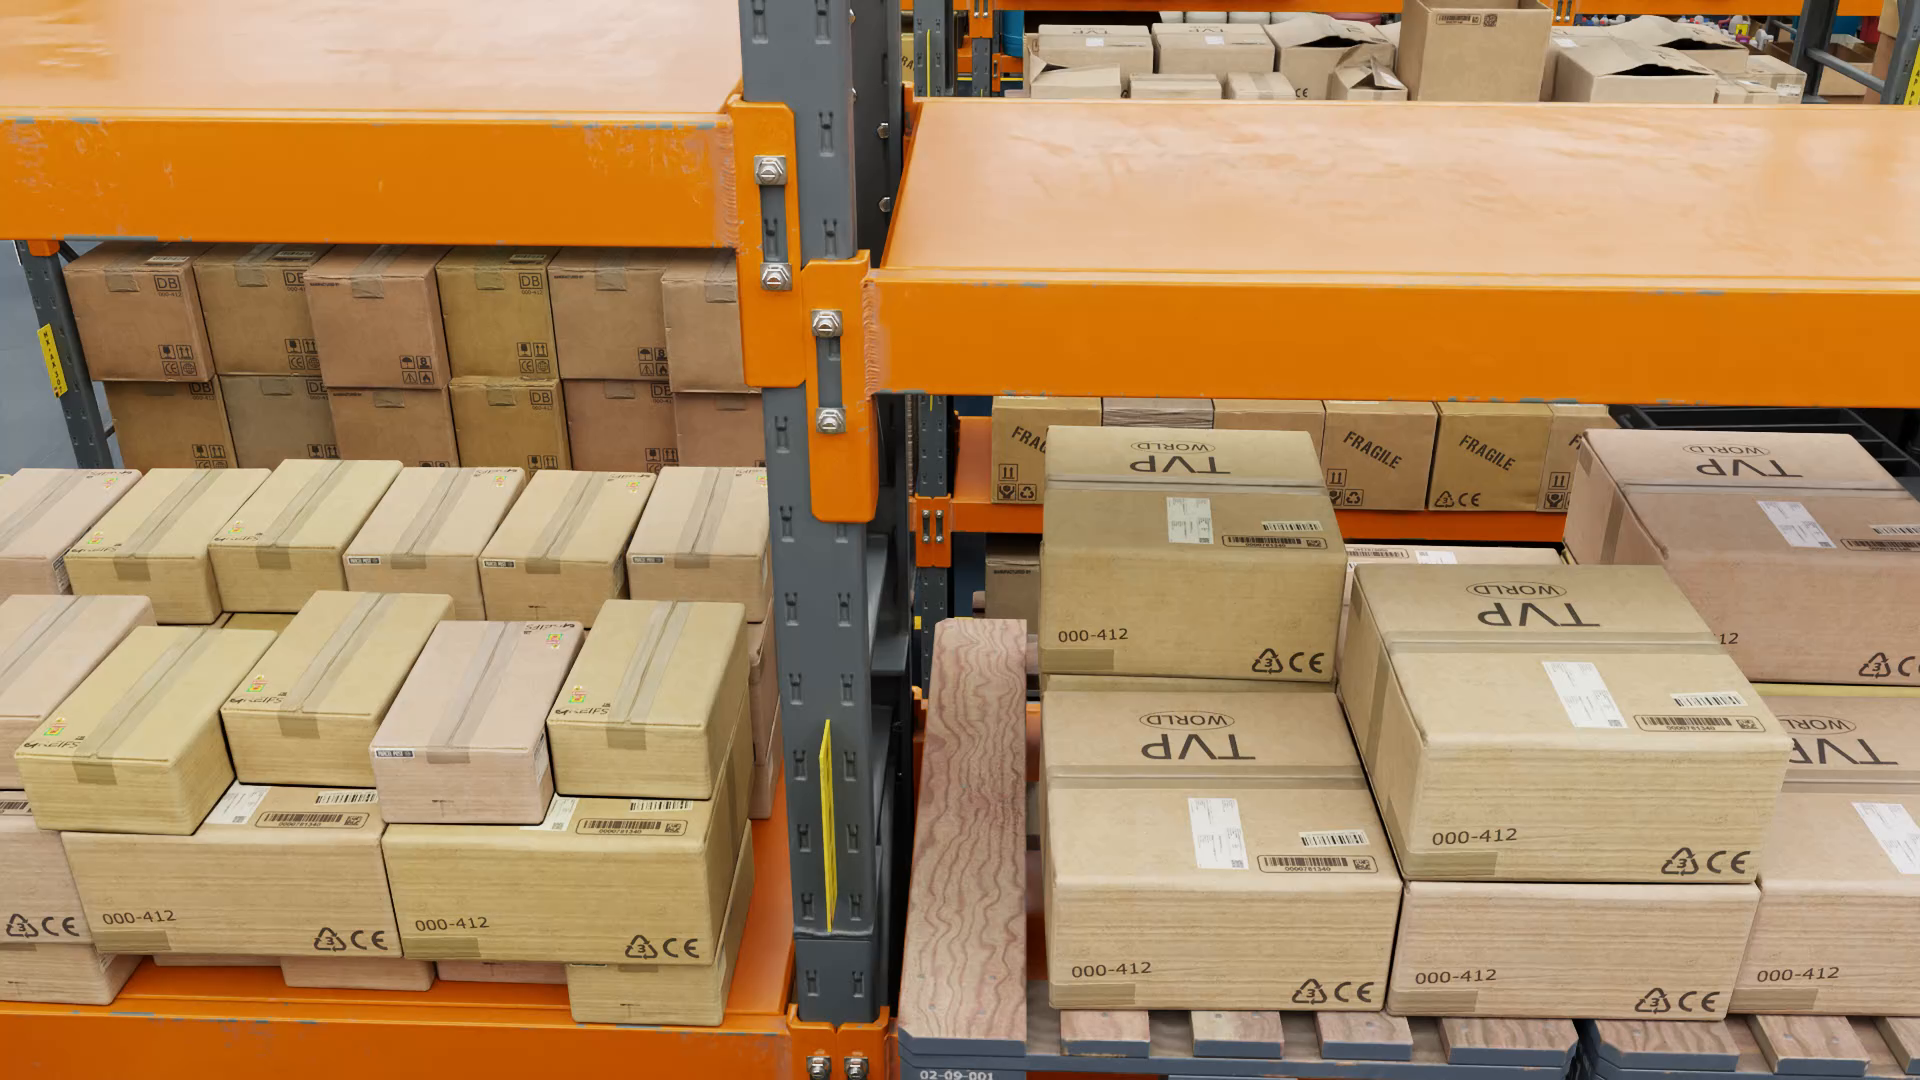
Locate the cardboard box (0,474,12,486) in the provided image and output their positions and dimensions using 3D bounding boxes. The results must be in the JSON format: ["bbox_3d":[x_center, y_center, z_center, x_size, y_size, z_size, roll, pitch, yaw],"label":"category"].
[{"bbox_3d":[-2.044,0.016,3.231,0.250,0.149,0.380,1,28,3],"label":"cardboard box"}]

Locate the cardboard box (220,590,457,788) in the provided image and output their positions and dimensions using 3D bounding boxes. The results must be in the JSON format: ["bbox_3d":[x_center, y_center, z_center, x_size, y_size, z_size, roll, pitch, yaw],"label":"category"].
[{"bbox_3d":[-1.028,0.244,2.802,0.250,0.149,0.380,2,28,3],"label":"cardboard box"}]

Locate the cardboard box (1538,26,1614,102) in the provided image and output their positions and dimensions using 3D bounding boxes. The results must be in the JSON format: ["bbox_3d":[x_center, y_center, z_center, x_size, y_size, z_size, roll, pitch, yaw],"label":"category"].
[{"bbox_3d":[2.671,-2.137,7.480,0.500,0.250,0.500,2,28,3],"label":"cardboard box"}]

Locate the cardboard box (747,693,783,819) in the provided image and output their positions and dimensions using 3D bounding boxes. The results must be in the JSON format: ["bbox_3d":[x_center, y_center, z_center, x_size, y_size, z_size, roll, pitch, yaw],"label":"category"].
[{"bbox_3d":[-0.490,0.392,3.373,0.250,0.149,0.380,1,28,1],"label":"cardboard box"}]

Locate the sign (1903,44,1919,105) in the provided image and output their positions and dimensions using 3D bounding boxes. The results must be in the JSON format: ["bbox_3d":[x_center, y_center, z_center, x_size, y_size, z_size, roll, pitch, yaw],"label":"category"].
[{"bbox_3d":[3.859,-1.854,6.705,0.005,0.325,0.100,1,28,2],"label":"sign"}]

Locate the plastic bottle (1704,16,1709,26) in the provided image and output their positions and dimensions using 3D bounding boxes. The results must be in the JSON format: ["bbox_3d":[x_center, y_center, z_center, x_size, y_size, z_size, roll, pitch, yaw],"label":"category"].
[{"bbox_3d":[7.637,-5.243,17.075,0.097,0.271,0.097,0,28,0],"label":"plastic bottle"}]

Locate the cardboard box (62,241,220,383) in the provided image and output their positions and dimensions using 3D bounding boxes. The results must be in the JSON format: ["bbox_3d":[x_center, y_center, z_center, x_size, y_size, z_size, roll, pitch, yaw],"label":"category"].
[{"bbox_3d":[-3.739,-1.176,7.953,0.550,0.550,0.875,1,28,2],"label":"cardboard box"}]

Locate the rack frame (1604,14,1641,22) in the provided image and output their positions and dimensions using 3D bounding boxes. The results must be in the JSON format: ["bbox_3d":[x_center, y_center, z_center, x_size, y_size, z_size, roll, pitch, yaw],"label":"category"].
[{"bbox_3d":[8.514,-7.415,21.036,0.127,3.000,1.000,1,28,2],"label":"rack frame"}]

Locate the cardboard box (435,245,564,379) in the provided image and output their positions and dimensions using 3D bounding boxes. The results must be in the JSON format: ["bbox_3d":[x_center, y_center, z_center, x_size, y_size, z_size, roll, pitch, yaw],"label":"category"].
[{"bbox_3d":[-2.096,-1.189,7.978,0.500,0.550,0.875,1,28,2],"label":"cardboard box"}]

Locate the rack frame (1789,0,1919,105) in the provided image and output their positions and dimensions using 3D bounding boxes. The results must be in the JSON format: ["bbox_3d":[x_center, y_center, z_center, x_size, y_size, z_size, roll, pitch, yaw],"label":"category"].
[{"bbox_3d":[3.887,-3.175,6.632,0.127,3.000,1.000,1,28,2],"label":"rack frame"}]

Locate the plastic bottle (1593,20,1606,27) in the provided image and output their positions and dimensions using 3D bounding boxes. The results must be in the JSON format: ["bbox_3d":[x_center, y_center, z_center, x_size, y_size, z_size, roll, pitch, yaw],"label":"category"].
[{"bbox_3d":[6.304,-4.955,16.448,0.185,0.351,0.144,1,28,2],"label":"plastic bottle"}]

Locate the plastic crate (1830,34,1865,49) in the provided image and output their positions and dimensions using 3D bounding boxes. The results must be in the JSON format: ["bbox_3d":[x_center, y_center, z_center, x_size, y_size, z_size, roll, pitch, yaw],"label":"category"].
[{"bbox_3d":[8.795,-4.932,16.569,0.243,0.136,0.396,1,28,2],"label":"plastic crate"}]

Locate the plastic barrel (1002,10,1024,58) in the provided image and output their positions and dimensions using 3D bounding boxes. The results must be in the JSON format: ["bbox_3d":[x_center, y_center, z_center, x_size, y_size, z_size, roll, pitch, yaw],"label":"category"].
[{"bbox_3d":[0.716,-5.302,16.515,0.708,0.901,0.600,1,28,2],"label":"plastic barrel"}]

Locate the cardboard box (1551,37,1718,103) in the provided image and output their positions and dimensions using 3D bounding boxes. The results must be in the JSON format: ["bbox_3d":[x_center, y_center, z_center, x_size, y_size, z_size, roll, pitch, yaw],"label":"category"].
[{"bbox_3d":[2.832,-1.917,7.001,0.500,0.311,0.500,1,28,2],"label":"cardboard box"}]

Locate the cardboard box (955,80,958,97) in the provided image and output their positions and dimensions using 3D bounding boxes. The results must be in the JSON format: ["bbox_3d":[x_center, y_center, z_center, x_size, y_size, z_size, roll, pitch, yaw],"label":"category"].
[{"bbox_3d":[-0.282,-3.123,12.514,0.500,0.500,0.875,1,28,2],"label":"cardboard box"}]

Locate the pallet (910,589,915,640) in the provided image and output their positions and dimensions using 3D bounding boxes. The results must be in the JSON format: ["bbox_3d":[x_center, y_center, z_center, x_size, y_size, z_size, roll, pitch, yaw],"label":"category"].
[{"bbox_3d":[-0.868,0.592,8.908,1.213,0.211,1.003,1,28,2],"label":"pallet"}]

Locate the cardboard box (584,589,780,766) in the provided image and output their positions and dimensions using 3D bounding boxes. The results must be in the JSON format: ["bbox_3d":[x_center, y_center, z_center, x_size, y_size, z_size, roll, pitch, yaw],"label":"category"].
[{"bbox_3d":[-0.614,0.202,3.306,0.500,0.250,0.500,0,28,1],"label":"cardboard box"}]

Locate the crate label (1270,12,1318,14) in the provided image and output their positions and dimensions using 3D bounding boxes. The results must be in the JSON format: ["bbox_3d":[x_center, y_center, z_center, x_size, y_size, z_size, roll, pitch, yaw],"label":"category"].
[{"bbox_3d":[3.355,-5.322,17.048,0.616,0.435,0.502,1,28,2],"label":"crate label"}]

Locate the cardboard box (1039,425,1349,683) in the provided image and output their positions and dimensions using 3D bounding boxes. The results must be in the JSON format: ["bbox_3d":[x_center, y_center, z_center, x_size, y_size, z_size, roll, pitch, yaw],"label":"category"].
[{"bbox_3d":[0.400,0.012,2.999,0.500,0.250,0.500,2,28,3],"label":"cardboard box"}]

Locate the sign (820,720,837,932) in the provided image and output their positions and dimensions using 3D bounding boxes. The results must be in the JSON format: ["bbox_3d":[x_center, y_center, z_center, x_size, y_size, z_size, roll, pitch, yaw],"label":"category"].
[{"bbox_3d":[-0.196,0.428,2.485,0.005,0.325,0.100,1,28,2],"label":"sign"}]

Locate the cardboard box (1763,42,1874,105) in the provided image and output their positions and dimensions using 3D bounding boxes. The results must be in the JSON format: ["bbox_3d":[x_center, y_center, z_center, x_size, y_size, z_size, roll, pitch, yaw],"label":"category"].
[{"bbox_3d":[6.215,-3.292,12.080,0.637,0.503,0.797,2,28,3],"label":"cardboard box"}]

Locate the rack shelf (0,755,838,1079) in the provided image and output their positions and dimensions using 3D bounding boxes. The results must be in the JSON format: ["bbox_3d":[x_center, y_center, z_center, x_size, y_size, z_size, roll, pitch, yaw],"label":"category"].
[{"bbox_3d":[-2.183,0.687,3.316,4.000,0.370,1.077,1,28,2],"label":"rack shelf"}]

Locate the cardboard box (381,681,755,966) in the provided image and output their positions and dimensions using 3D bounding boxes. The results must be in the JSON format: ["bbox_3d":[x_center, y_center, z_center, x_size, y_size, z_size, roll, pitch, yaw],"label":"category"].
[{"bbox_3d":[-0.637,0.456,2.827,0.500,0.250,0.500,1,28,1],"label":"cardboard box"}]

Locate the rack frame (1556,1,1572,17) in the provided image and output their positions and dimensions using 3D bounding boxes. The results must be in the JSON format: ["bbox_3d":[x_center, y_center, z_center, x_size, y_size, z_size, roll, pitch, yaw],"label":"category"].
[{"bbox_3d":[4.163,-2.845,12.414,0.127,3.000,1.000,1,28,2],"label":"rack frame"}]

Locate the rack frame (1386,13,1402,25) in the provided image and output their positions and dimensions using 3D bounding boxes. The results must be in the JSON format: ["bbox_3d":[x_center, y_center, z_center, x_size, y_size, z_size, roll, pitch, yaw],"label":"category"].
[{"bbox_3d":[4.338,-5.163,16.787,0.127,3.000,1.000,1,28,2],"label":"rack frame"}]

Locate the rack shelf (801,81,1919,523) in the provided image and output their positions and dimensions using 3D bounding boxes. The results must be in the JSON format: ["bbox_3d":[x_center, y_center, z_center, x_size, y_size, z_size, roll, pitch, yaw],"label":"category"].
[{"bbox_3d":[1.815,-0.395,2.583,4.000,0.370,1.077,1,28,2],"label":"rack shelf"}]

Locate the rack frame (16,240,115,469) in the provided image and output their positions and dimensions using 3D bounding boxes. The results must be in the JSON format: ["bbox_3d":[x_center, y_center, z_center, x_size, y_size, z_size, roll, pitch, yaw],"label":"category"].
[{"bbox_3d":[-4.108,-0.657,8.287,0.127,3.000,1.000,1,28,2],"label":"rack frame"}]

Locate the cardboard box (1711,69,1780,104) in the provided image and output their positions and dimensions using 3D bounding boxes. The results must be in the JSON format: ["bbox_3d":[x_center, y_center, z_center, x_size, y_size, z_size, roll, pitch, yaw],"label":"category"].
[{"bbox_3d":[3.281,-1.883,7.092,0.250,0.166,0.380,1,28,2],"label":"cardboard box"}]

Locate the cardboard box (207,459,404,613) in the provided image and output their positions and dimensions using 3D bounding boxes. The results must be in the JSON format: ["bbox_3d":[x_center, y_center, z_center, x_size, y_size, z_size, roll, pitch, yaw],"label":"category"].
[{"bbox_3d":[-1.274,-0.013,3.286,0.250,0.149,0.380,1,28,1],"label":"cardboard box"}]

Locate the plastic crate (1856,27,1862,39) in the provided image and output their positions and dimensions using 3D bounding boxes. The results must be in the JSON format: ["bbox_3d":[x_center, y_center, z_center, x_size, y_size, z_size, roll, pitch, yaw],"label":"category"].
[{"bbox_3d":[9.463,-5.109,16.915,0.590,0.125,0.437,1,28,2],"label":"plastic crate"}]

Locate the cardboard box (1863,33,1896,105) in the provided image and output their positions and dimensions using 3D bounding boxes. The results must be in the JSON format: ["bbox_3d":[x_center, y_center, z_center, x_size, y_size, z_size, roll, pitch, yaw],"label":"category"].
[{"bbox_3d":[4.467,-2.004,7.518,0.500,0.500,0.500,1,28,2],"label":"cardboard box"}]

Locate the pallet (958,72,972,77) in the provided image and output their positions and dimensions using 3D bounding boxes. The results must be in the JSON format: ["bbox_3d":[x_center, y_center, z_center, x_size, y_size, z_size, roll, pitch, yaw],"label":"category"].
[{"bbox_3d":[-0.274,-6.348,22.000,1.213,0.211,1.003,1,28,2],"label":"pallet"}]

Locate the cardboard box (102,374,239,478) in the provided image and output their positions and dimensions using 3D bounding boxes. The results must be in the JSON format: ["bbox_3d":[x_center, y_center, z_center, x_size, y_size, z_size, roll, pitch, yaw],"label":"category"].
[{"bbox_3d":[-3.736,-0.738,8.280,0.550,0.550,0.875,1,28,2],"label":"cardboard box"}]

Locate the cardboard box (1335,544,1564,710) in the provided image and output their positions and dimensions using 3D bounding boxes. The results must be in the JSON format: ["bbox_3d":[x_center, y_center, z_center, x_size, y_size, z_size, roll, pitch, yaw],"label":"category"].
[{"bbox_3d":[0.910,0.236,3.112,0.500,0.250,0.500,1,28,2],"label":"cardboard box"}]

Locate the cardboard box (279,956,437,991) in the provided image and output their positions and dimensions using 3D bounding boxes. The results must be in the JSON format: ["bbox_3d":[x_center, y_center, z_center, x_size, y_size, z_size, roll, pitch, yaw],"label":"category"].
[{"bbox_3d":[-1.016,0.613,2.957,0.250,0.149,0.380,1,28,2],"label":"cardboard box"}]

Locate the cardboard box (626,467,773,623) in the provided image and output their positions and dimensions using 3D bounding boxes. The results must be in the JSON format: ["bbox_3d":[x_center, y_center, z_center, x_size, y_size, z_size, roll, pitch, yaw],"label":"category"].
[{"bbox_3d":[-0.487,0.003,3.256,0.250,0.149,0.380,0,28,1],"label":"cardboard box"}]

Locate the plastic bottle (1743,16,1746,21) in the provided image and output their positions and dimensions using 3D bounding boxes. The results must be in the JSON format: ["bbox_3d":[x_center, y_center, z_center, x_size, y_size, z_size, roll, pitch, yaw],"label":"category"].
[{"bbox_3d":[7.984,-5.251,17.078,0.133,0.283,0.061,1,28,2],"label":"plastic bottle"}]

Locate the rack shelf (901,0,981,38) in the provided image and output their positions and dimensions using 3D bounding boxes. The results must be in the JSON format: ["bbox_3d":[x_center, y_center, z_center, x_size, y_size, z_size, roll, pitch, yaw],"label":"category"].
[{"bbox_3d":[-1.833,-3.951,12.067,4.000,0.370,1.077,1,28,2],"label":"rack shelf"}]

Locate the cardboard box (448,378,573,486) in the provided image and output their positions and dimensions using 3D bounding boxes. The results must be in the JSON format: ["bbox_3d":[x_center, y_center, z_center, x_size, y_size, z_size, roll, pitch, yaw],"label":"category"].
[{"bbox_3d":[-2.099,-0.682,8.174,0.500,0.550,0.875,1,28,2],"label":"cardboard box"}]

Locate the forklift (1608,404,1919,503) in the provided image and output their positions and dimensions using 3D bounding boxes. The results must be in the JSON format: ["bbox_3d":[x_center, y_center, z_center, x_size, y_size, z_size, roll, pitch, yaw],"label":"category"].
[{"bbox_3d":[2.825,0.580,6.027,3.031,2.935,1.130,-1,28,-2],"label":"forklift"}]

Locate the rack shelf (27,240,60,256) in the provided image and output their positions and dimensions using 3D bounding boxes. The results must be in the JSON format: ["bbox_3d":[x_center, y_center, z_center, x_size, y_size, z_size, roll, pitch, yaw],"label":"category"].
[{"bbox_3d":[-2.109,-1.631,7.690,4.000,0.370,1.077,1,28,2],"label":"rack shelf"}]

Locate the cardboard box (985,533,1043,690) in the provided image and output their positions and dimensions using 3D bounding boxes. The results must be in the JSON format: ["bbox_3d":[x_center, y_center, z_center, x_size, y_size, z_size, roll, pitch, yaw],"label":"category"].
[{"bbox_3d":[0.513,0.186,8.651,0.750,0.750,1.050,1,28,2],"label":"cardboard box"}]

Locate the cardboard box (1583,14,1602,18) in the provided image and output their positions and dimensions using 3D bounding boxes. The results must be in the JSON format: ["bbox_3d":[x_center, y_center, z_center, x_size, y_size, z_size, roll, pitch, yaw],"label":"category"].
[{"bbox_3d":[8.039,-6.627,21.749,0.500,0.500,0.500,0,28,-1],"label":"cardboard box"}]

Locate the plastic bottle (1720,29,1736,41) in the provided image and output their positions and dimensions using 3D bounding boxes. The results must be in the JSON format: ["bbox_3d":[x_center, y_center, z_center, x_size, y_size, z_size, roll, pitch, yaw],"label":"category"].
[{"bbox_3d":[7.565,-4.903,16.430,0.135,0.276,0.152,1,28,2],"label":"plastic bottle"}]

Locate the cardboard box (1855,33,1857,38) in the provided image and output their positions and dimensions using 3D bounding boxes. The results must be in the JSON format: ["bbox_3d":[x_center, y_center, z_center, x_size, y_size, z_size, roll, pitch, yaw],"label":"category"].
[{"bbox_3d":[11.478,-6.479,21.735,0.500,0.250,0.500,1,28,2],"label":"cardboard box"}]

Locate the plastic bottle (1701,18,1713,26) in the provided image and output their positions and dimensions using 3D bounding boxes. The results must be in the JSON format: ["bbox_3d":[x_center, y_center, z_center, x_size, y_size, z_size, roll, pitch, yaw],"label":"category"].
[{"bbox_3d":[7.410,-5.005,16.541,0.185,0.351,0.144,1,28,2],"label":"plastic bottle"}]

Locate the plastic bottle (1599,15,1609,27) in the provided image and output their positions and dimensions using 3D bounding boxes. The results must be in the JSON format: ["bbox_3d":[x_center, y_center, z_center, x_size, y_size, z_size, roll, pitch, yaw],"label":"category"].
[{"bbox_3d":[6.614,-5.260,17.107,0.097,0.271,0.097,0,28,0],"label":"plastic bottle"}]

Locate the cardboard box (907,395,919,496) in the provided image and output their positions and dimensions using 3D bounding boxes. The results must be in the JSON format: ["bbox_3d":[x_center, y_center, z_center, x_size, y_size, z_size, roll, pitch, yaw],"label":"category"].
[{"bbox_3d":[-0.480,-0.658,8.128,0.550,0.550,0.875,1,28,2],"label":"cardboard box"}]

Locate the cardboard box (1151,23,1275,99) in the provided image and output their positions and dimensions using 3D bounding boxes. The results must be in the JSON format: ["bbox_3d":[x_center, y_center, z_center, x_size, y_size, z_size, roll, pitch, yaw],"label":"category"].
[{"bbox_3d":[1.131,-2.162,7.528,0.500,0.250,0.500,1,28,1],"label":"cardboard box"}]

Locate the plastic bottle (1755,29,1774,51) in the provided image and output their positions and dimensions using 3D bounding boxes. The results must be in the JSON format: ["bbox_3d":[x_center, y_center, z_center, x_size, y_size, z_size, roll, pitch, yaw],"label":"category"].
[{"bbox_3d":[7.930,-4.897,16.418,0.135,0.276,0.152,1,28,2],"label":"plastic bottle"}]

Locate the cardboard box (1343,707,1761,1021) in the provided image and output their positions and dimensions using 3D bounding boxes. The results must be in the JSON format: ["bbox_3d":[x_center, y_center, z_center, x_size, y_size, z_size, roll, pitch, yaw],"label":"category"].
[{"bbox_3d":[0.893,0.489,2.635,0.500,0.250,0.500,1,28,1],"label":"cardboard box"}]

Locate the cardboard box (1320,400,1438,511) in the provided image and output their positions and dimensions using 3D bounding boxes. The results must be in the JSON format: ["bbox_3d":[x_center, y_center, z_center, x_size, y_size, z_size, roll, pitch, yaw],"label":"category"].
[{"bbox_3d":[1.917,-0.474,7.835,0.500,0.500,0.500,1,28,3],"label":"cardboard box"}]

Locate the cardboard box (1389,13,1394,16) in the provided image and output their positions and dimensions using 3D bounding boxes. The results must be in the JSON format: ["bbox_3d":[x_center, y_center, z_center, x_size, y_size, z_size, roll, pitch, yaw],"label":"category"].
[{"bbox_3d":[5.516,-6.998,21.647,0.500,0.250,0.500,2,28,4],"label":"cardboard box"}]

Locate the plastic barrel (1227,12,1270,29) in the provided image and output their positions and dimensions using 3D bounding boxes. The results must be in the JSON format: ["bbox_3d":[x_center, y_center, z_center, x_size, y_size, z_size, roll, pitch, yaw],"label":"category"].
[{"bbox_3d":[2.881,-5.136,16.617,0.421,0.512,0.421,0,28,0],"label":"plastic barrel"}]

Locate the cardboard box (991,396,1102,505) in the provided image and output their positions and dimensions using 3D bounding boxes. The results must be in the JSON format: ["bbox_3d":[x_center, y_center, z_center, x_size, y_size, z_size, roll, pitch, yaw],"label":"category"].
[{"bbox_3d":[0.406,-0.500,7.884,0.500,0.500,0.500,1,28,2],"label":"cardboard box"}]
